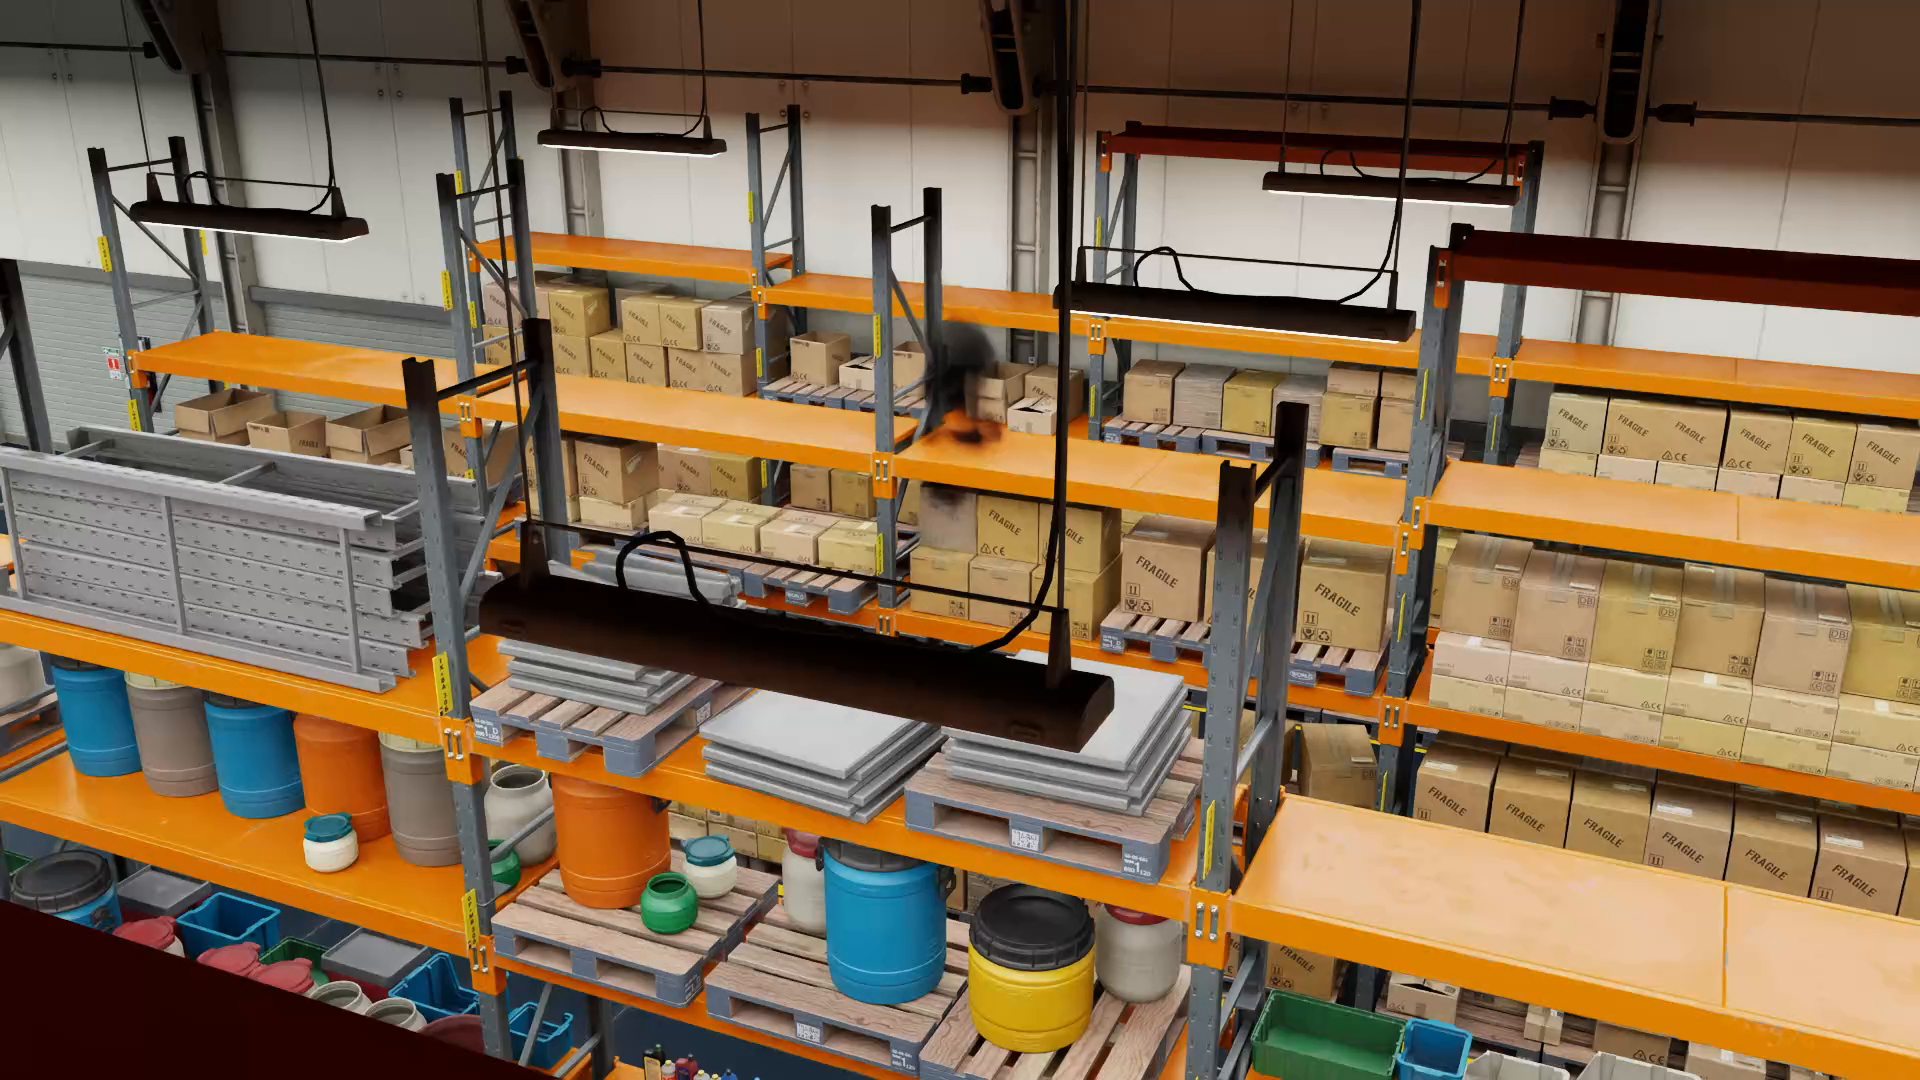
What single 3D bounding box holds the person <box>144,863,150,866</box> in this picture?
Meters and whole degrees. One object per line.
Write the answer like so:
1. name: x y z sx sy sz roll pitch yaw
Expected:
1. person: -7.175 2.237 14.457 0.577 1.543 0.538 1 21 3
